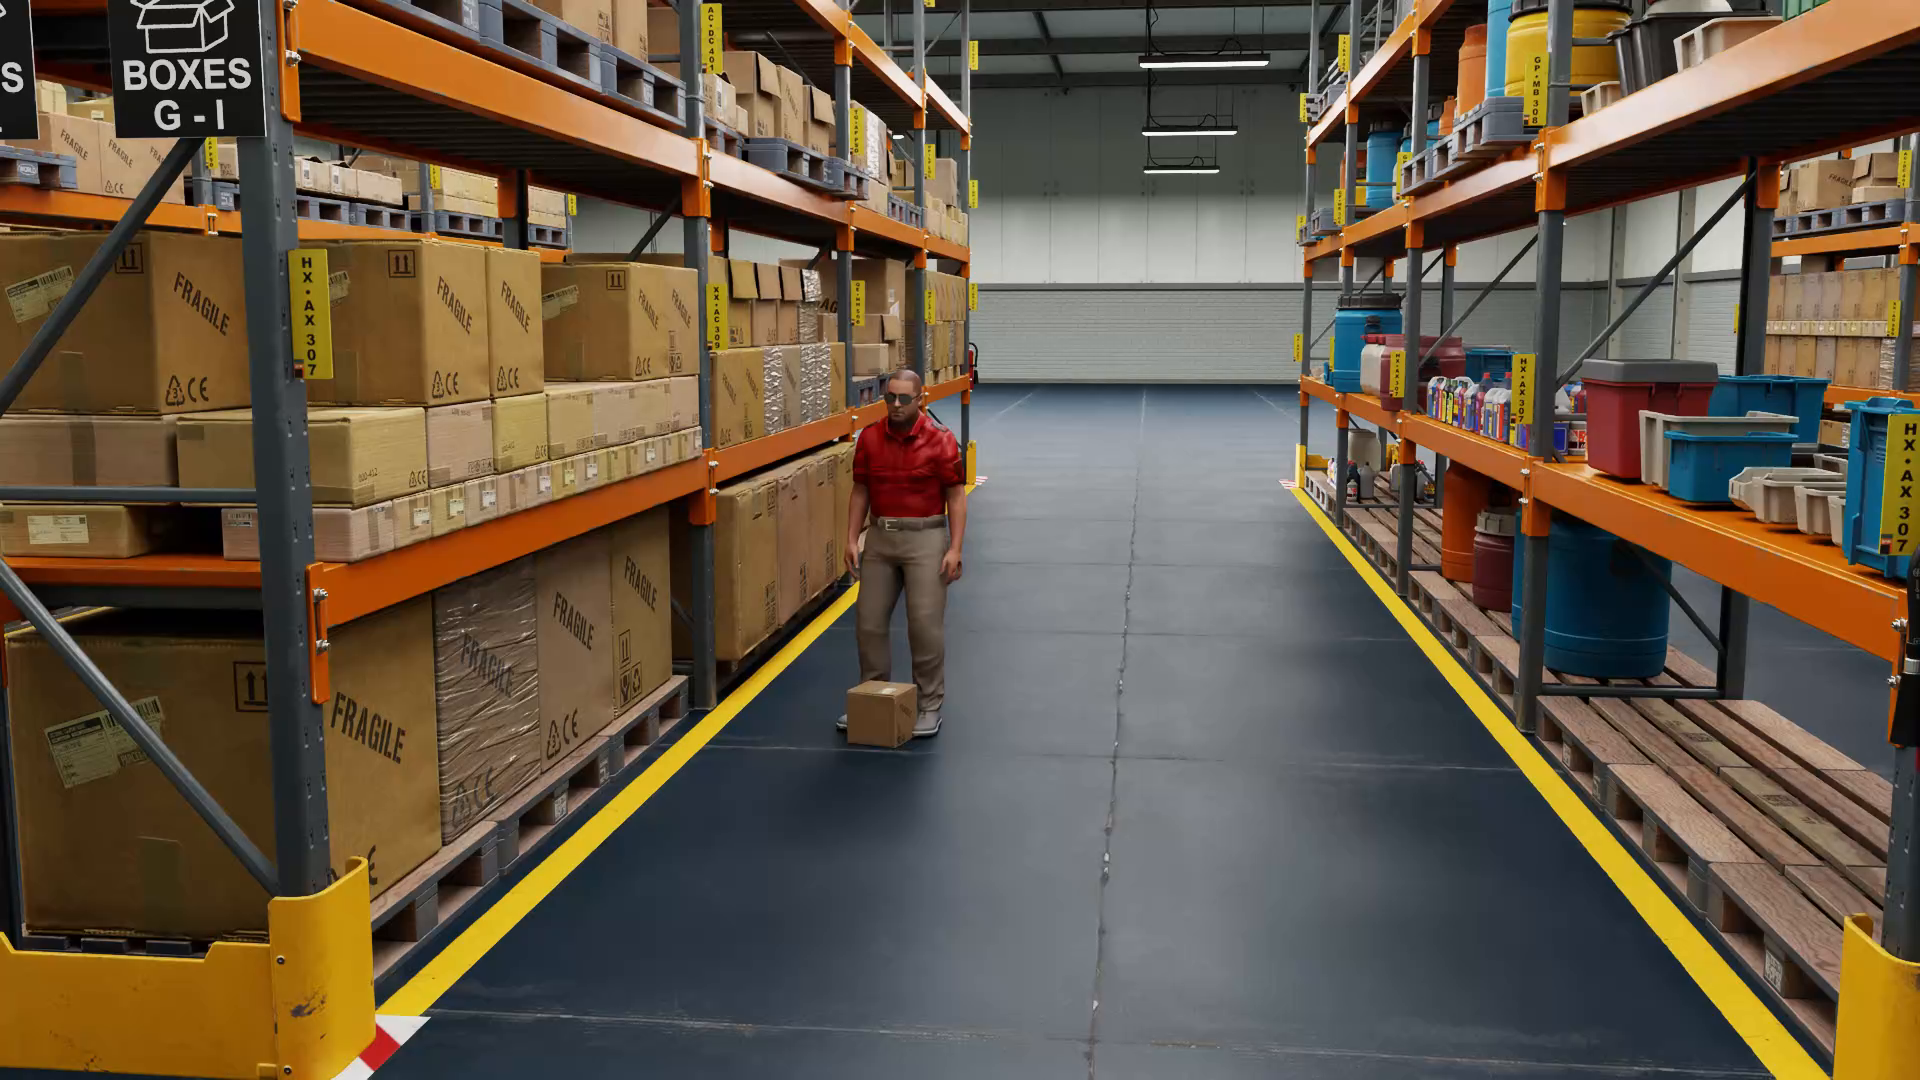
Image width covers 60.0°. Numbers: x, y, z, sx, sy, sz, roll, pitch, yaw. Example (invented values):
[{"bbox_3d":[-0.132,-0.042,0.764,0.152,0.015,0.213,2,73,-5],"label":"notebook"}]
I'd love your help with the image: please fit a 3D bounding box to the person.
[{"bbox_3d":[-0.270,0.052,7.946,0.606,1.727,0.394,3,8,19],"label":"person"}]
